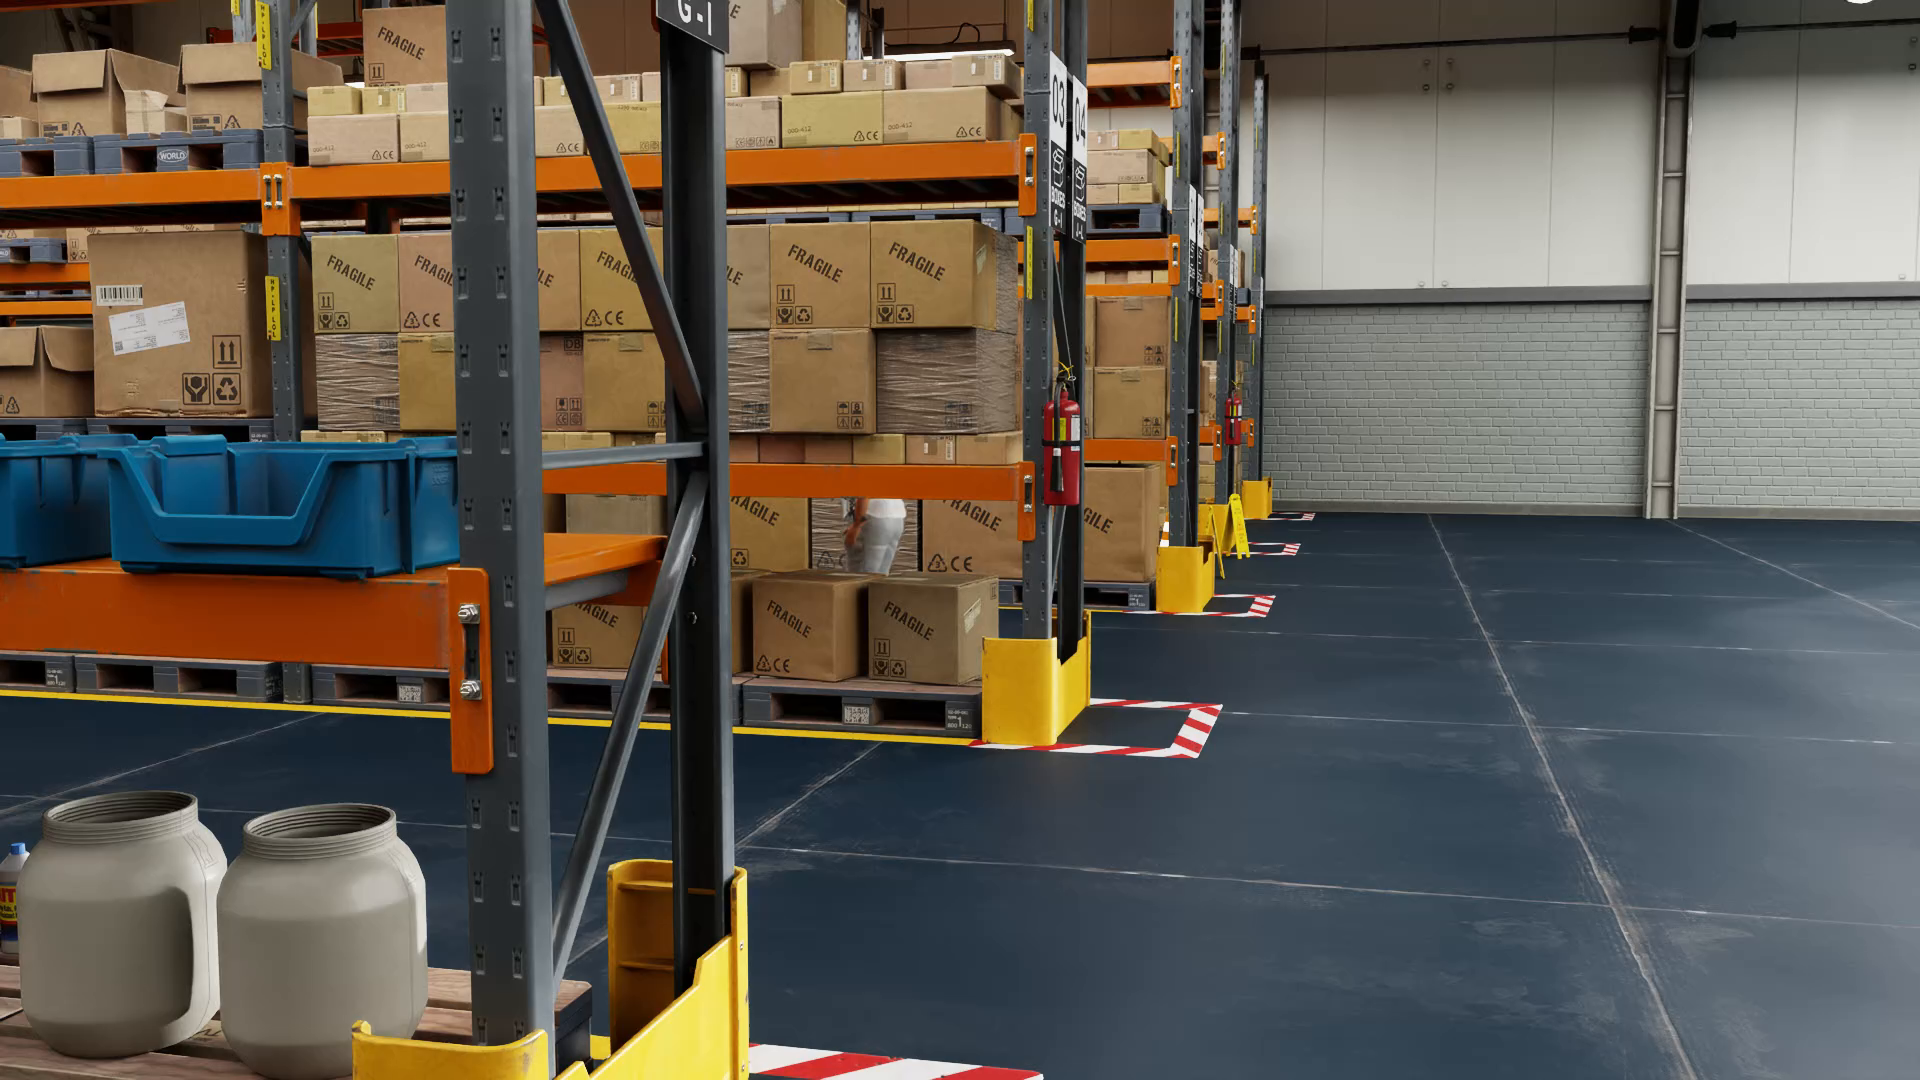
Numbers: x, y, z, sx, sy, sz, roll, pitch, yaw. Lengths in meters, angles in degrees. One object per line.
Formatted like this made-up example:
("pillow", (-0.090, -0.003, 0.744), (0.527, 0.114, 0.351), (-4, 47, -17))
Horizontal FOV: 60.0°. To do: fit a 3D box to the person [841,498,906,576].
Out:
("person", (-0.555, -0.086, 10.389), (0.394, 1.652, 0.475), (1, 5, 15))
